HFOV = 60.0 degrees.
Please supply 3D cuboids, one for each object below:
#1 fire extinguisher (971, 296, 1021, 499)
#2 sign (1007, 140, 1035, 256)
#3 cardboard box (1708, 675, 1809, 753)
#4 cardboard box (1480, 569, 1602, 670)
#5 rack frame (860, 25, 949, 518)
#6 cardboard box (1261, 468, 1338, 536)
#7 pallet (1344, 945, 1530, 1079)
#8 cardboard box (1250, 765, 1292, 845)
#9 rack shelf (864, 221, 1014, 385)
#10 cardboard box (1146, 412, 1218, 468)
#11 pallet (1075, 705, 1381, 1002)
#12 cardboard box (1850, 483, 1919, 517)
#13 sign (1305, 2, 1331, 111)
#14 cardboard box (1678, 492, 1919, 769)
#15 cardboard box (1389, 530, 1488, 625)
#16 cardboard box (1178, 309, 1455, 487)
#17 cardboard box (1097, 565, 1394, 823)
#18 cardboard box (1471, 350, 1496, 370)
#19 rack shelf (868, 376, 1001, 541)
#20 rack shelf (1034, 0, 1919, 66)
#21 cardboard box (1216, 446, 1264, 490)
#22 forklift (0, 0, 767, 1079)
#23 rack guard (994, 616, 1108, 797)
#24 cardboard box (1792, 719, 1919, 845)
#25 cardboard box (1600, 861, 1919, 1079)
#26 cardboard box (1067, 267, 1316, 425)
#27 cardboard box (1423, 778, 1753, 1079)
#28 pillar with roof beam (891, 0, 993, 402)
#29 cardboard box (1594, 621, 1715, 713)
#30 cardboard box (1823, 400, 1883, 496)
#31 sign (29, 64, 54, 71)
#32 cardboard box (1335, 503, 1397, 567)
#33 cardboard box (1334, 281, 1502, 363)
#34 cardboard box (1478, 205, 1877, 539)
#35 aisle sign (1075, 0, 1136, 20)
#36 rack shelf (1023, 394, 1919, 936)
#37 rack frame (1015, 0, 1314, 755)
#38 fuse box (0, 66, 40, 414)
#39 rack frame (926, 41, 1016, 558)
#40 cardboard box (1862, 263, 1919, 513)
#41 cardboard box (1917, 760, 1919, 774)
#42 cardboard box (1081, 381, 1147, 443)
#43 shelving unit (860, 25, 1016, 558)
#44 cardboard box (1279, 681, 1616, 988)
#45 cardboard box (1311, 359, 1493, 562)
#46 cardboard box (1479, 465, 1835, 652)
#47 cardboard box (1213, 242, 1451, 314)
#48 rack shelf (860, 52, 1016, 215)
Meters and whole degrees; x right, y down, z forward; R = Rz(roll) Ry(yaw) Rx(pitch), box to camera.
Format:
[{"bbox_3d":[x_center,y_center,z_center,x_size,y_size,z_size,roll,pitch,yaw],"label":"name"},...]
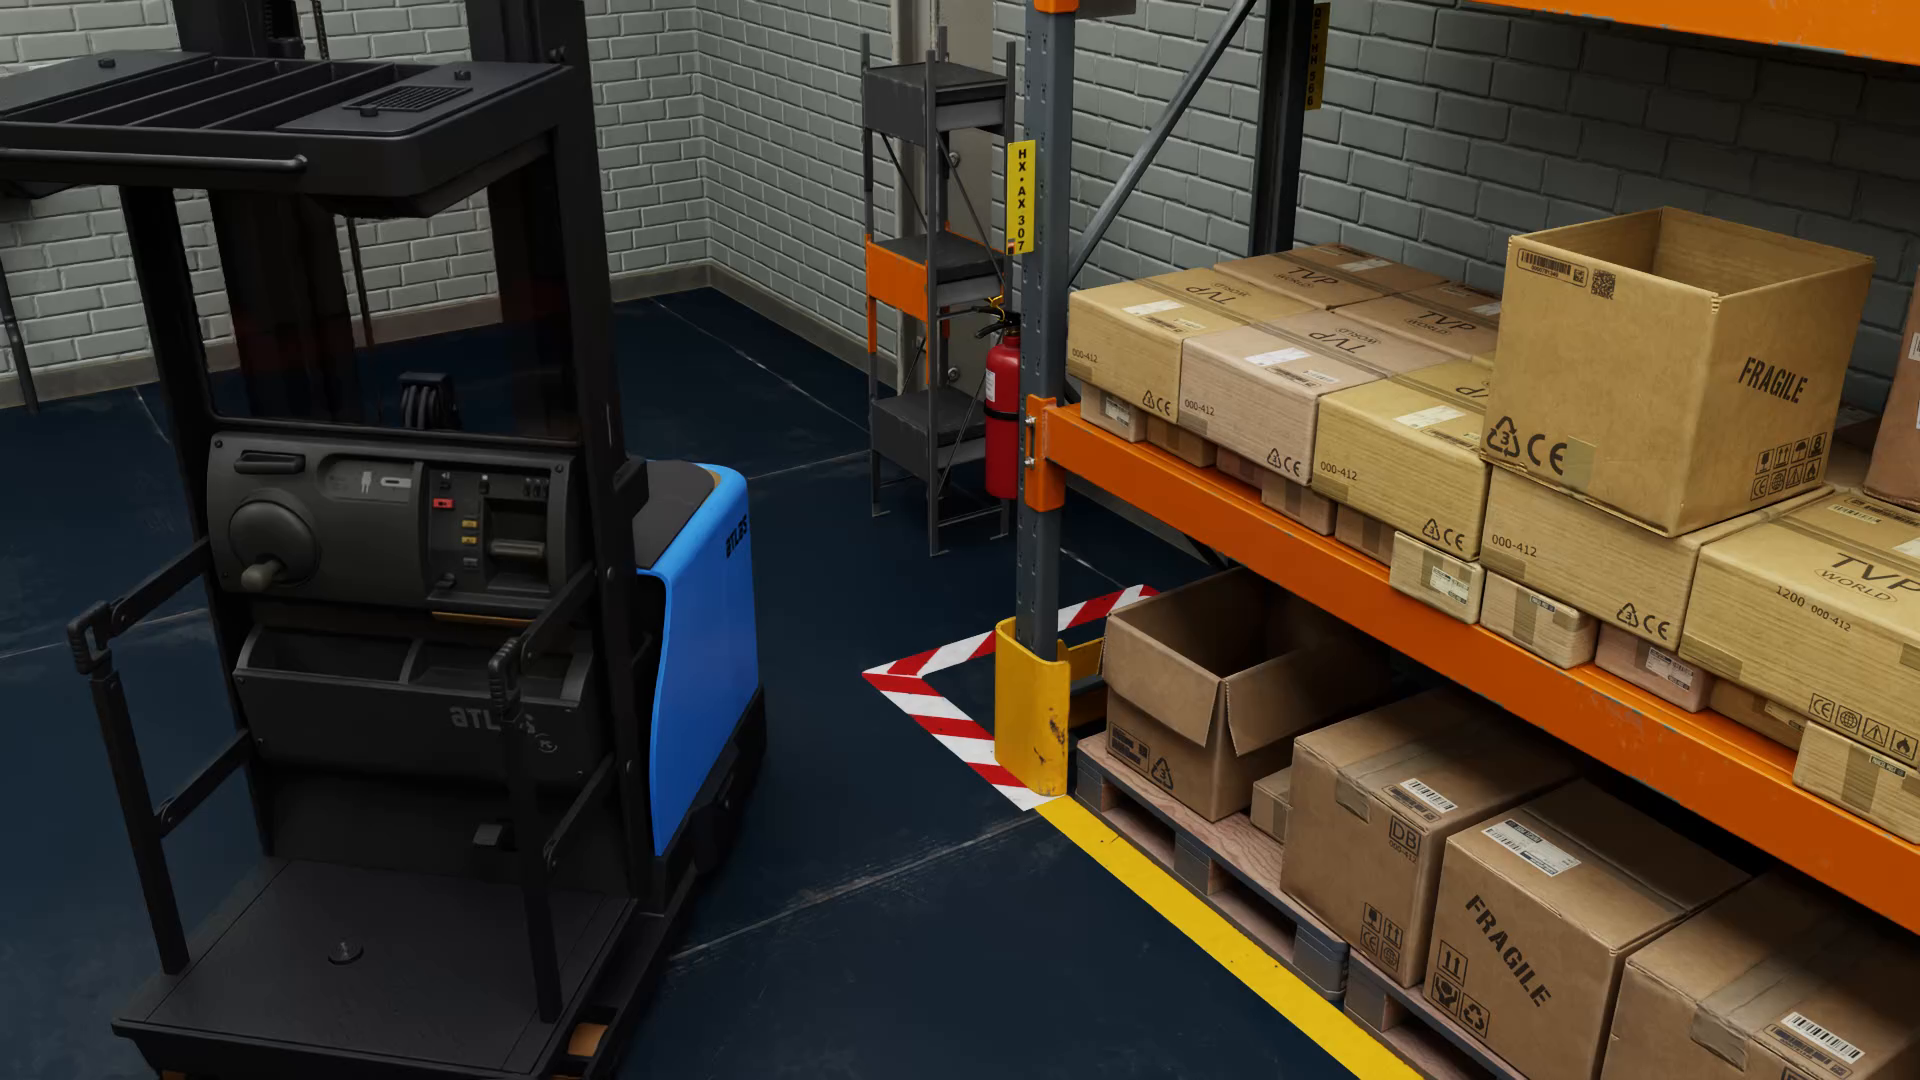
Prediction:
[{"bbox_3d":[0.166,-0.467,5.254,0.296,0.674,0.183,-16,29,-30],"label":"fire extinguisher"},{"bbox_3d":[0.179,-0.991,4.822,0.100,0.325,0.005,-16,29,-30],"label":"sign"},{"bbox_3d":[1.779,0.284,3.428,0.380,0.149,0.250,-15,29,-29],"label":"cardboard box"},{"bbox_3d":[1.406,0.131,3.754,0.380,0.149,0.250,-15,29,-28],"label":"cardboard box"},{"bbox_3d":[-0.224,-1.096,7.112,0.400,2.100,0.015,-16,29,-30],"label":"rack frame"},{"bbox_3d":[1.020,-0.160,4.370,0.380,0.149,0.250,-15,29,-28],"label":"cardboard box"},{"bbox_3d":[1.773,1.283,4.285,1.003,0.211,1.213,-16,29,-30],"label":"pallet"},{"bbox_3d":[1.088,0.775,4.942,0.380,0.149,0.250,-17,30,-32],"label":"cardboard box"},{"bbox_3d":[-0.090,-0.996,6.933,0.431,0.518,0.480,-16,29,-30],"label":"rack shelf"},{"bbox_3d":[0.761,-0.351,4.774,0.380,0.149,0.250,-15,29,-28],"label":"cardboard box"},{"bbox_3d":[1.111,0.847,5.209,1.003,0.211,1.213,-16,29,-30],"label":"pallet"},{"bbox_3d":[2.214,0.035,3.489,0.500,0.250,0.500,-15,29,-28],"label":"cardboard box"},{"bbox_3d":[1.110,-1.515,5.219,0.100,0.325,0.005,-16,29,-30],"label":"sign"},{"bbox_3d":[1.788,0.155,3.234,0.500,0.250,0.500,-16,30,-30],"label":"cardboard box"},{"bbox_3d":[1.245,0.041,3.943,0.380,0.149,0.250,-16,30,-31],"label":"cardboard box"},{"bbox_3d":[0.931,-0.387,4.384,0.500,0.250,0.500,-15,29,-29],"label":"cardboard box"},{"bbox_3d":[0.888,0.454,5.208,0.797,0.503,0.637,-17,30,-32],"label":"cardboard box"},{"bbox_3d":[1.654,-0.327,4.257,0.500,0.250,0.500,-15,29,-28],"label":"cardboard box"},{"bbox_3d":[-0.090,-0.363,7.232,0.431,0.518,0.480,-16,29,-30],"label":"rack shelf"},{"bbox_3d":[1.726,-1.042,3.272,1.077,0.370,4.000,-16,29,-30],"label":"rack shelf"},{"bbox_3d":[0.934,-0.265,4.592,0.380,0.149,0.250,-16,30,-30],"label":"cardboard box"},{"bbox_3d":[-1.419,-0.007,3.831,1.130,2.935,3.031,4,26,9],"label":"forklift"},{"bbox_3d":[0.675,0.431,5.750,1.175,0.500,0.348,-16,29,-30],"label":"rack guard"},{"bbox_3d":[1.826,0.403,3.178,0.380,0.149,0.250,-16,30,-30],"label":"cardboard box"},{"bbox_3d":[1.889,1.141,3.755,0.700,0.500,0.500,-17,30,-31],"label":"cardboard box"},{"bbox_3d":[0.656,-0.568,4.766,0.500,0.250,0.500,-15,29,-29],"label":"cardboard box"},{"bbox_3d":[1.527,0.982,4.091,0.500,0.500,0.500,-15,29,-29],"label":"cardboard box"},{"bbox_3d":[-3.690,-3.610,4.356,9.100,9.000,0.400,-16,29,-30],"label":"pillar with roof beam"},{"bbox_3d":[1.605,0.207,3.592,0.380,0.149,0.250,-16,29,-30],"label":"cardboard box"},{"bbox_3d":[1.940,-0.140,3.860,0.500,0.250,0.500,-16,29,-30],"label":"cardboard box"},{"bbox_3d":[-4.480,-2.163,8.429,0.329,0.494,0.001,-16,29,-30],"label":"sign"},{"bbox_3d":[1.170,-0.067,4.172,0.380,0.149,0.250,-15,29,-29],"label":"cardboard box"},{"bbox_3d":[1.388,-0.505,4.634,0.500,0.250,0.500,-15,29,-29],"label":"cardboard box"},{"bbox_3d":[1.475,-0.370,3.470,0.500,0.500,0.500,-15,29,-28],"label":"cardboard box"},{"bbox_3d":[0.351,-1.858,4.626,0.394,0.787,0.004,-16,29,-30],"label":"aisle sign"},{"bbox_3d":[1.726,0.315,3.913,1.077,0.370,4.000,-16,29,-30],"label":"rack shelf"},{"bbox_3d":[0.634,-0.726,5.274,1.000,3.000,0.127,-16,29,-30],"label":"rack frame"},{"bbox_3d":[-4.781,-1.434,8.284,0.539,1.711,0.414,-16,29,-30],"label":"fuse box"},{"bbox_3d":[0.043,-0.921,6.742,0.400,2.100,0.015,-16,29,-30],"label":"rack frame"},{"bbox_3d":[2.228,-0.296,3.312,0.500,0.500,0.500,-16,30,-31],"label":"cardboard box"},{"bbox_3d":[2.049,0.337,2.850,0.500,0.250,0.500,-15,29,-29],"label":"cardboard box"},{"bbox_3d":[0.584,-0.431,4.944,0.380,0.149,0.250,-16,30,-30],"label":"cardboard box"},{"bbox_3d":[-0.090,-1.009,6.927,0.431,2.100,0.503,-16,29,-30],"label":"shelving unit"},{"bbox_3d":[1.323,0.770,4.541,0.700,0.500,0.500,-14,29,-27],"label":"cardboard box"},{"bbox_3d":[1.211,-0.207,4.002,0.500,0.250,0.500,-16,30,-31],"label":"cardboard box"},{"bbox_3d":[1.508,-0.029,3.625,0.500,0.250,0.500,-16,30,-31],"label":"cardboard box"},{"bbox_3d":[1.107,-0.690,5.025,0.500,0.250,0.500,-15,29,-28],"label":"cardboard box"},{"bbox_3d":[-0.090,-1.629,6.634,0.431,0.518,0.480,-16,29,-30],"label":"rack shelf"}]
